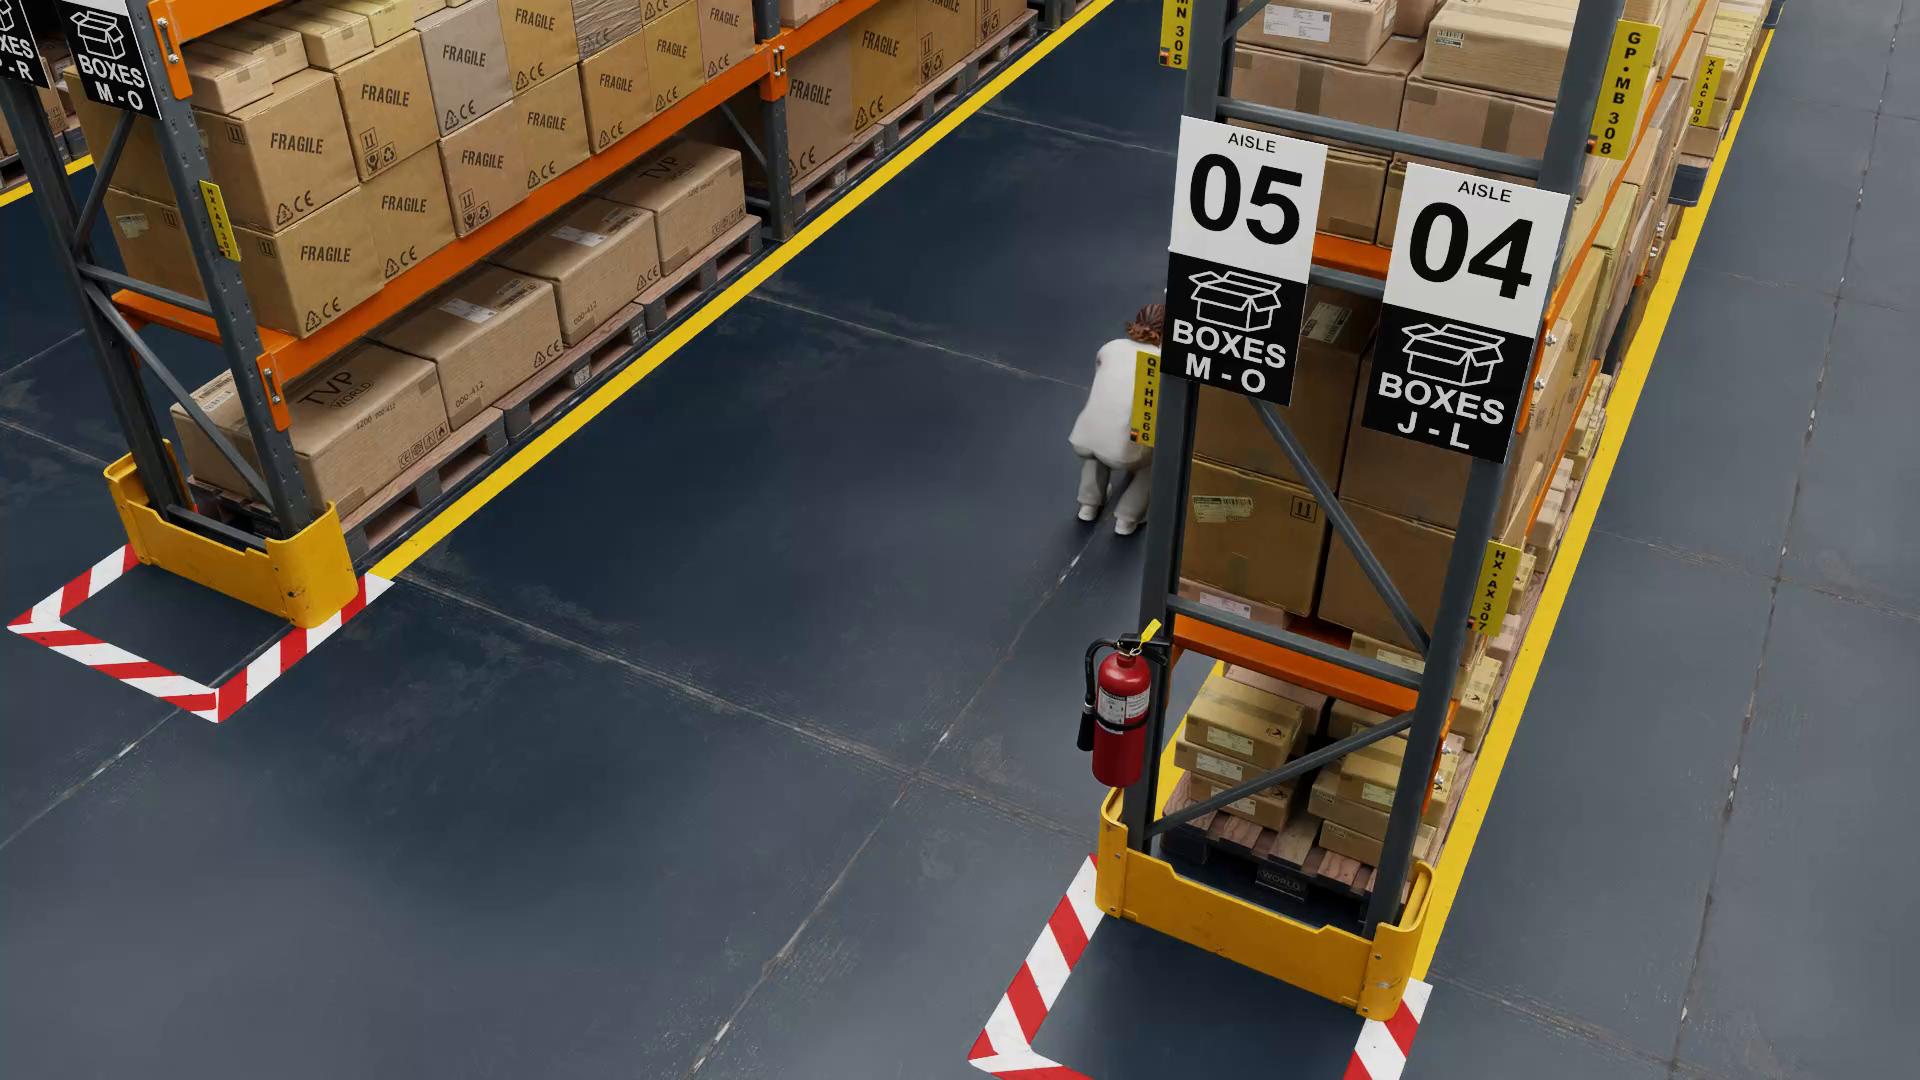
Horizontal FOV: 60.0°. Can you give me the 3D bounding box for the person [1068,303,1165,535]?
[{"bbox_3d":[0.805,-0.578,8.058,0.488,0.974,0.787,22,43,26],"label":"person"}]
